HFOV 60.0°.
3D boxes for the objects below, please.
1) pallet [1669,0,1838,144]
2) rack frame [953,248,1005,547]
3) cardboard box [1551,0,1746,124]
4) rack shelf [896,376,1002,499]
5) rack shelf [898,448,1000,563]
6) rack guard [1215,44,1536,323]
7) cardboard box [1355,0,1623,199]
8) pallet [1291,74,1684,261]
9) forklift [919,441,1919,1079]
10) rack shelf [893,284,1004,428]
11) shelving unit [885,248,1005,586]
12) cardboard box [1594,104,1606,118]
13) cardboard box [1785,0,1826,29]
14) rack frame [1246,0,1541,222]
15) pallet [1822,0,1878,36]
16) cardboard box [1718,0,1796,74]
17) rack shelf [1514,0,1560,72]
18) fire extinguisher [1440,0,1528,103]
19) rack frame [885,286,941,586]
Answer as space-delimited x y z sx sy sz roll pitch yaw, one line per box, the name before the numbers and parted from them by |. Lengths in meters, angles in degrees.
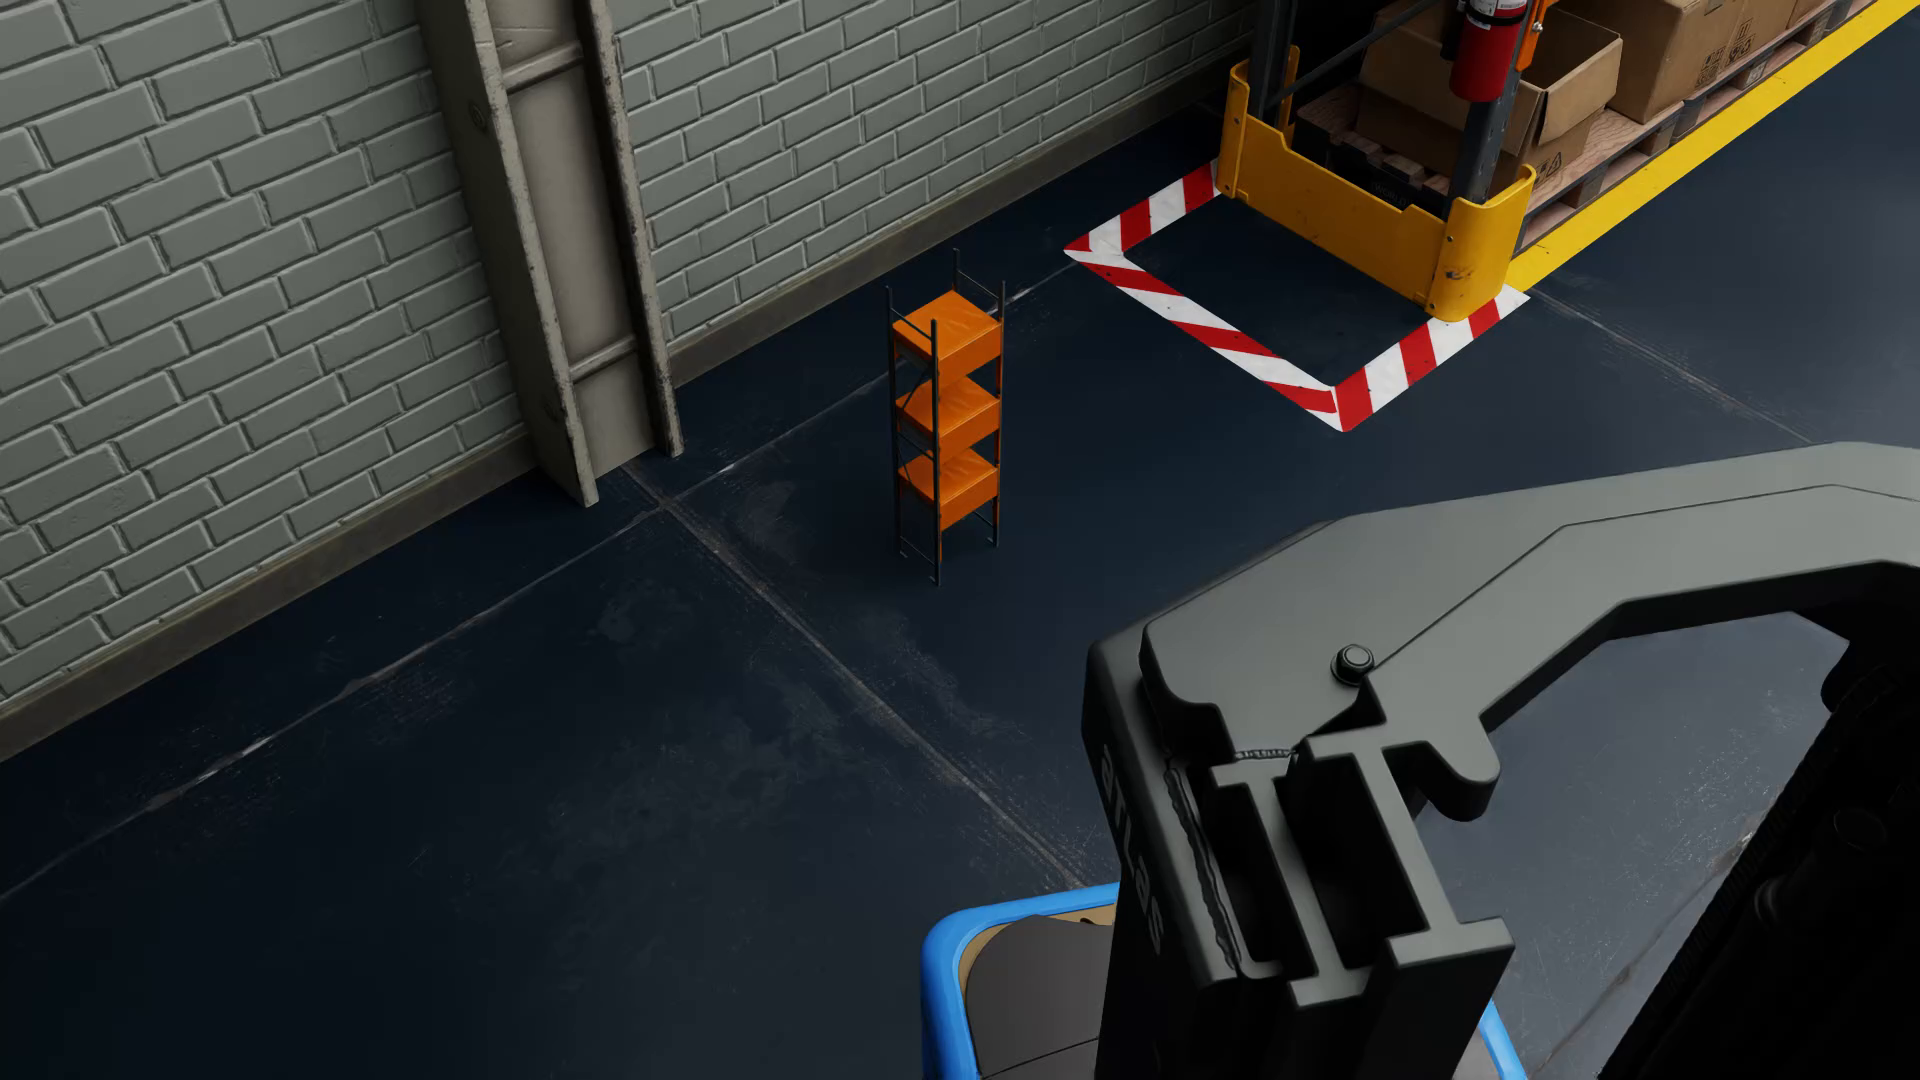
pallet | 2.987 -2.230 7.164 1.213 0.211 1.003 -34 56 -27
rack frame | 0.051 -0.390 4.895 0.008 1.050 0.200 -34 56 -27
cardboard box | 2.615 -2.090 6.553 0.500 0.500 0.700 -32 55 -26
rack shelf | -0.040 -0.322 4.847 0.240 0.259 0.215 -34 56 -27
rack shelf | -0.040 -0.134 5.052 0.240 0.259 0.215 -34 56 -27
rack guard | 1.496 -1.333 6.140 0.348 0.500 1.175 -34 56 -27
cardboard box | 1.956 -1.690 6.181 0.637 0.503 0.797 -36 57 -28
pallet | 2.085 -1.629 6.610 1.213 0.211 1.003 -34 56 -27
forklift | 0.701 1.441 1.926 1.130 2.935 3.031 -8 48 -8
rack shelf | -0.040 -0.515 4.639 0.240 0.259 0.215 -34 56 -27
shelving unit | -0.040 -0.330 4.840 0.252 1.050 0.215 -34 56 -27
cardboard box | 2.297 -1.758 6.485 0.250 0.149 0.380 -36 57 -28
cardboard box | 3.383 -2.603 7.026 0.500 0.500 0.700 -36 57 -28
rack frame | 1.440 -2.143 5.186 0.127 3.000 1.000 -34 56 -27
pallet | 3.890 -2.836 7.723 1.213 0.211 1.003 -34 56 -27
cardboard box | 3.073 -2.297 6.744 0.500 0.500 0.500 -33 55 -27
rack shelf | 2.919 -2.888 6.363 4.000 0.370 1.077 -34 56 -27
fire extinguisher | 1.642 -1.666 5.053 0.183 0.674 0.296 -34 56 -27
rack frame | -0.130 -0.269 4.784 0.008 1.050 0.200 -34 56 -27
